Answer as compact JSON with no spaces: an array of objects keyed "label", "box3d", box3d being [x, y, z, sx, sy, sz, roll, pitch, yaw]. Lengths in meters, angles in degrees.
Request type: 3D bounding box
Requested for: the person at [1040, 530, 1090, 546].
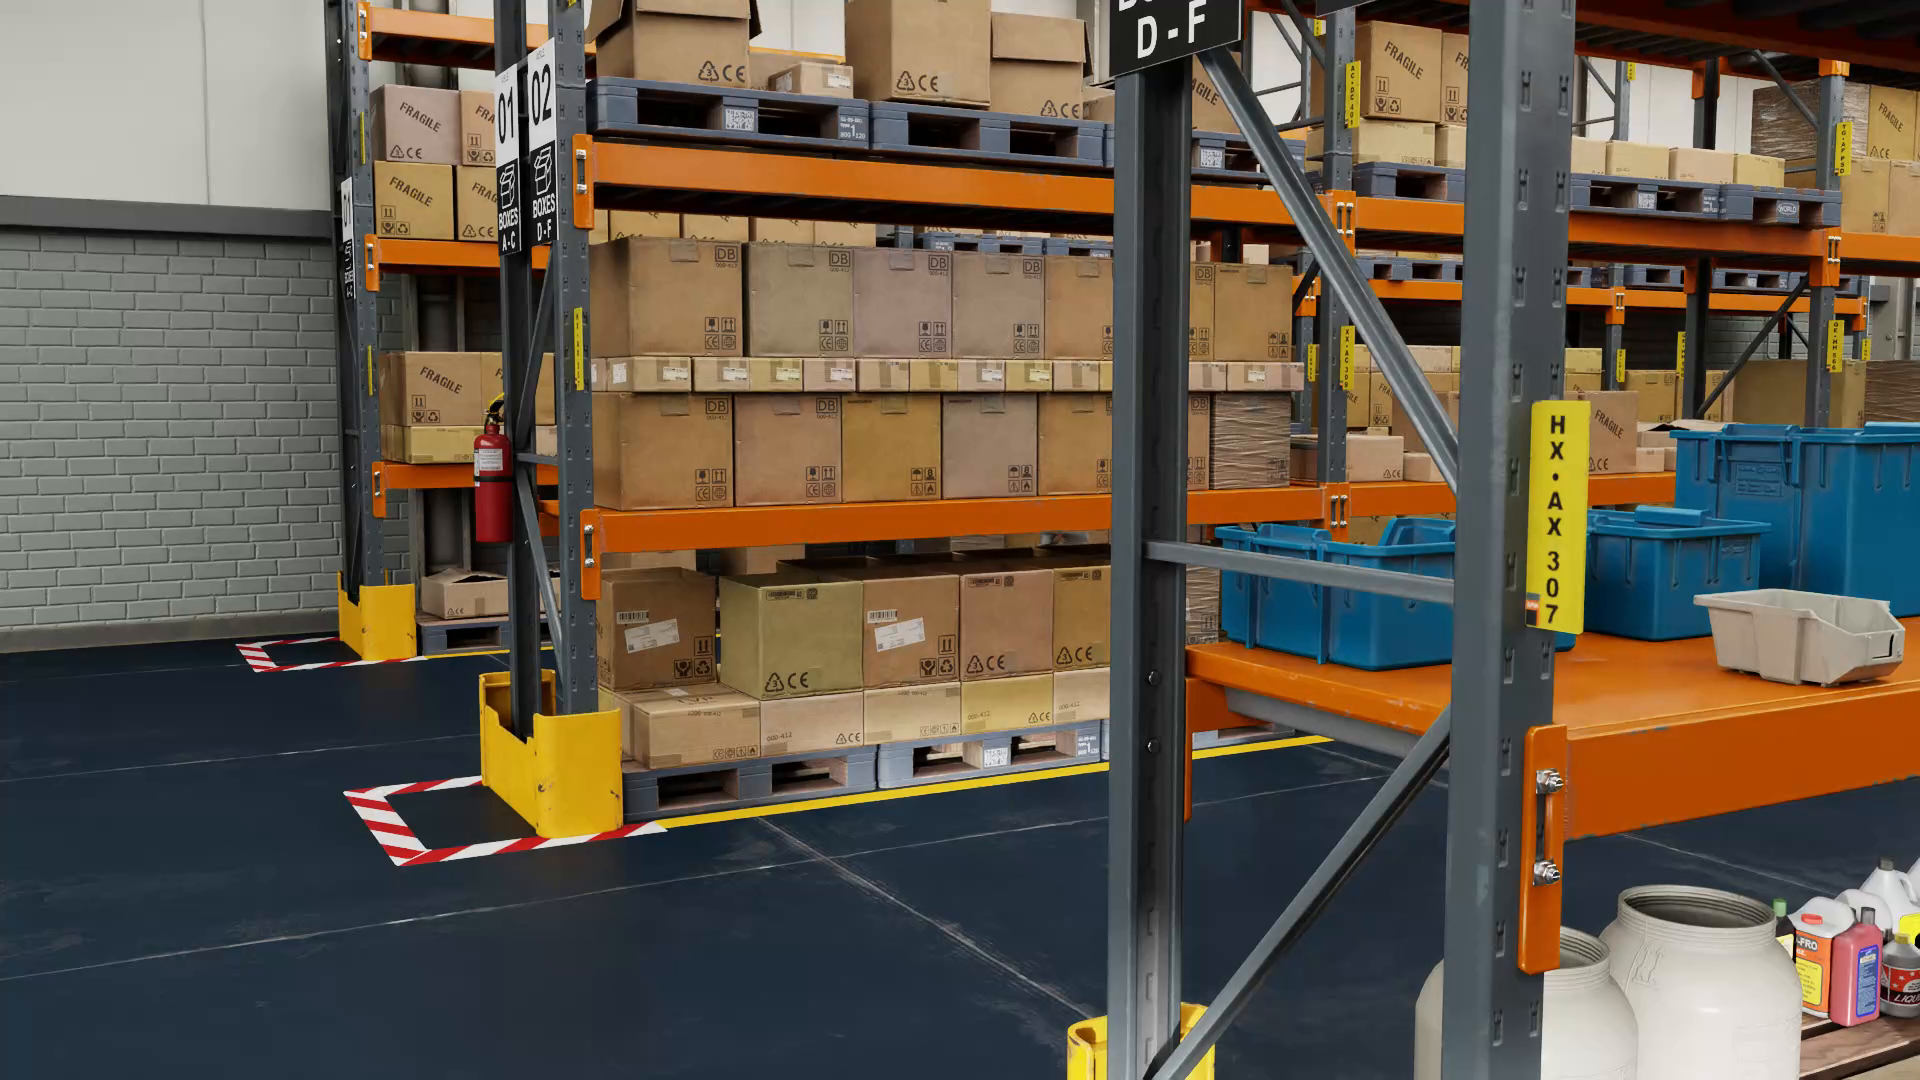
[{"label":"person","box3d":[0.732,-0.122,12.582,0.912,1.554,0.405,-3,6,-34]}]
